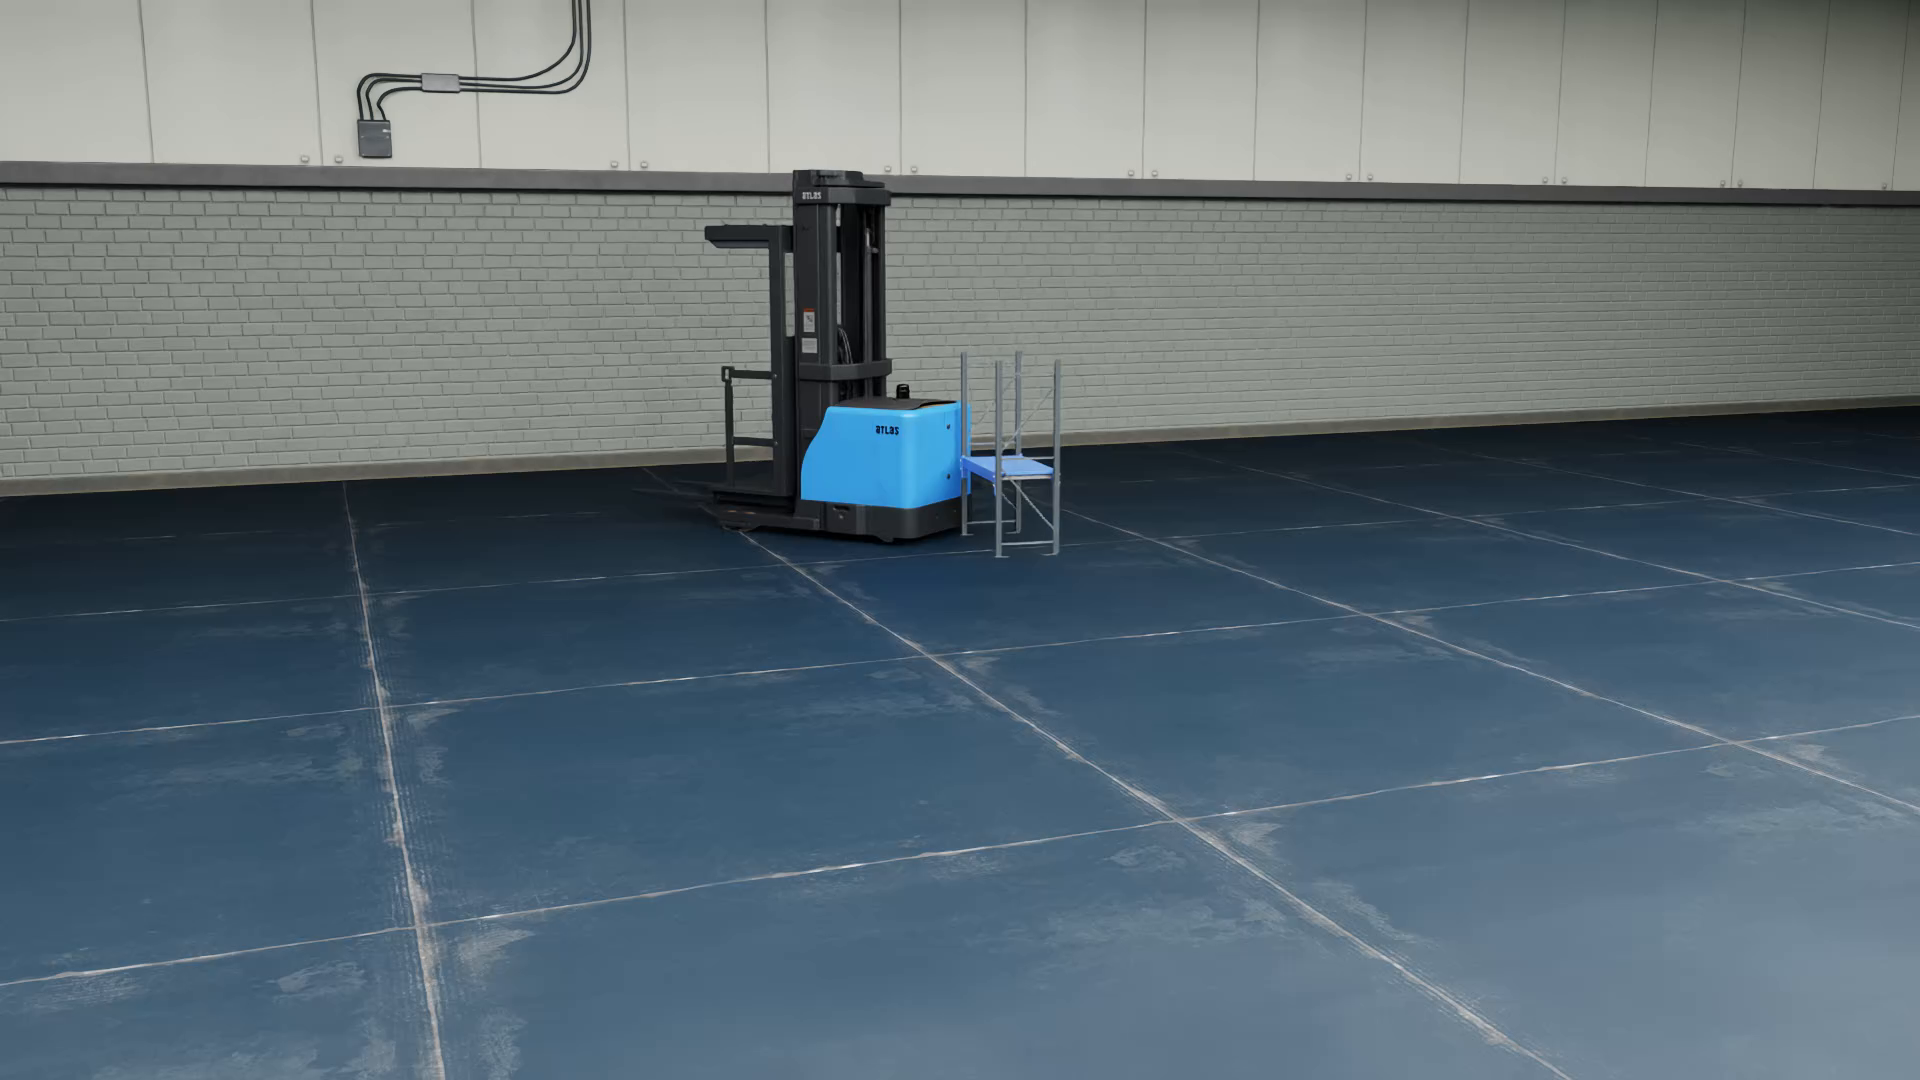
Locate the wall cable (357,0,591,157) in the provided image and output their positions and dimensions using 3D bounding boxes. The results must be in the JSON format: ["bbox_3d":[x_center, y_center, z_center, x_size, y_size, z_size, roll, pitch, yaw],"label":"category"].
[{"bbox_3d":[-4.821,-6.795,16.212,2.305,6.003,0.169,-4,11,-21],"label":"wall cable"}]

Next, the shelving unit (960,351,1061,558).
[{"bbox_3d":[0.384,-0.698,13.063,0.538,1.500,1.048,-3,10,-14],"label":"shelving unit"}]

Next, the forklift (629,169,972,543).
[{"bbox_3d":[-1.435,-1.585,13.959,3.031,2.935,1.130,6,12,29],"label":"forklift"}]

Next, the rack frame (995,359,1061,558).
[{"bbox_3d":[0.512,-0.612,12.579,0.500,1.500,0.032,-3,10,-14],"label":"rack frame"}]

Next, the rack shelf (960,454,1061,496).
[{"bbox_3d":[0.384,-0.521,13.095,0.538,0.185,1.000,-3,10,-14],"label":"rack shelf"}]

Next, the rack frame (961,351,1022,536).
[{"bbox_3d":[0.255,-0.784,13.547,0.500,1.500,0.032,-3,10,-14],"label":"rack frame"}]
